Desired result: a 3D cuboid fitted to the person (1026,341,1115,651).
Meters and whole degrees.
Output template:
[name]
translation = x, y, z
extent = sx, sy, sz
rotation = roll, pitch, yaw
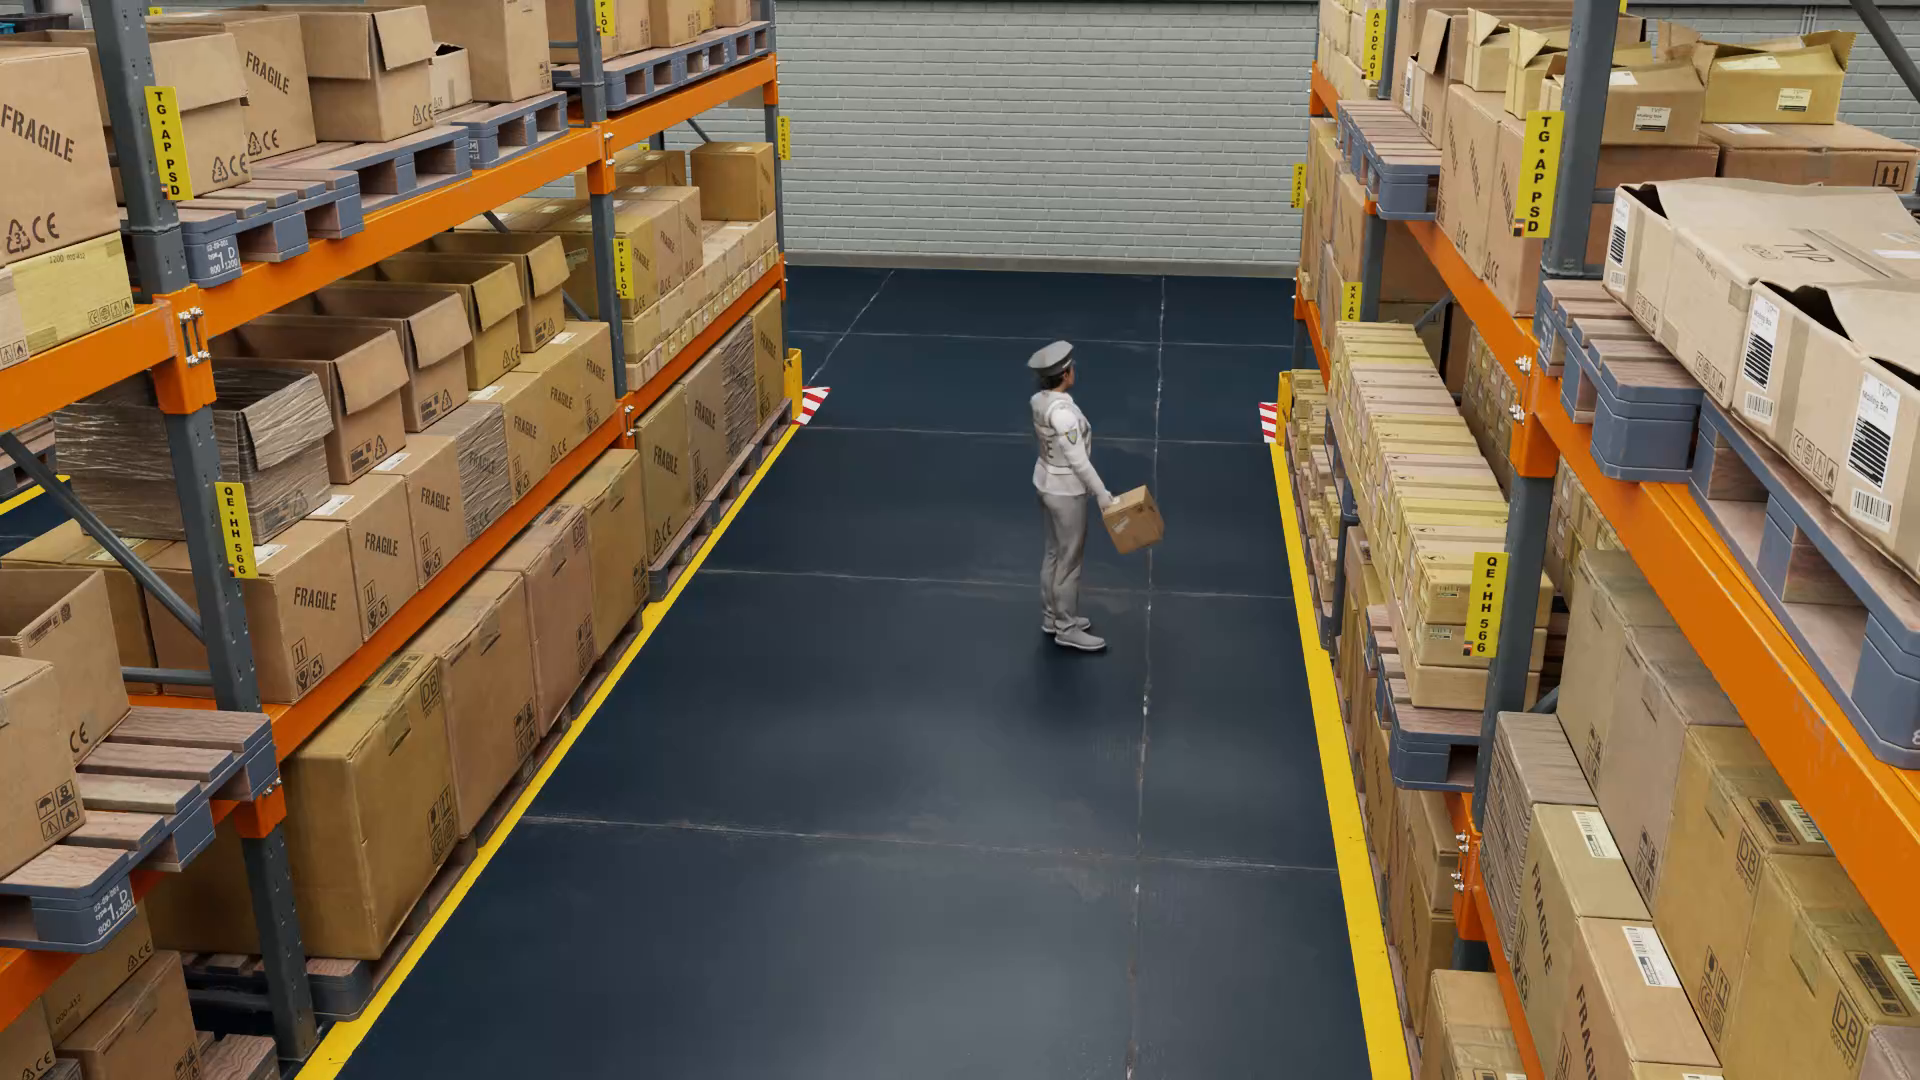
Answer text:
[person]
translation = 0.589, -0.254, 9.173
extent = 0.457, 1.696, 0.542
rotation = -6, 22, -15
